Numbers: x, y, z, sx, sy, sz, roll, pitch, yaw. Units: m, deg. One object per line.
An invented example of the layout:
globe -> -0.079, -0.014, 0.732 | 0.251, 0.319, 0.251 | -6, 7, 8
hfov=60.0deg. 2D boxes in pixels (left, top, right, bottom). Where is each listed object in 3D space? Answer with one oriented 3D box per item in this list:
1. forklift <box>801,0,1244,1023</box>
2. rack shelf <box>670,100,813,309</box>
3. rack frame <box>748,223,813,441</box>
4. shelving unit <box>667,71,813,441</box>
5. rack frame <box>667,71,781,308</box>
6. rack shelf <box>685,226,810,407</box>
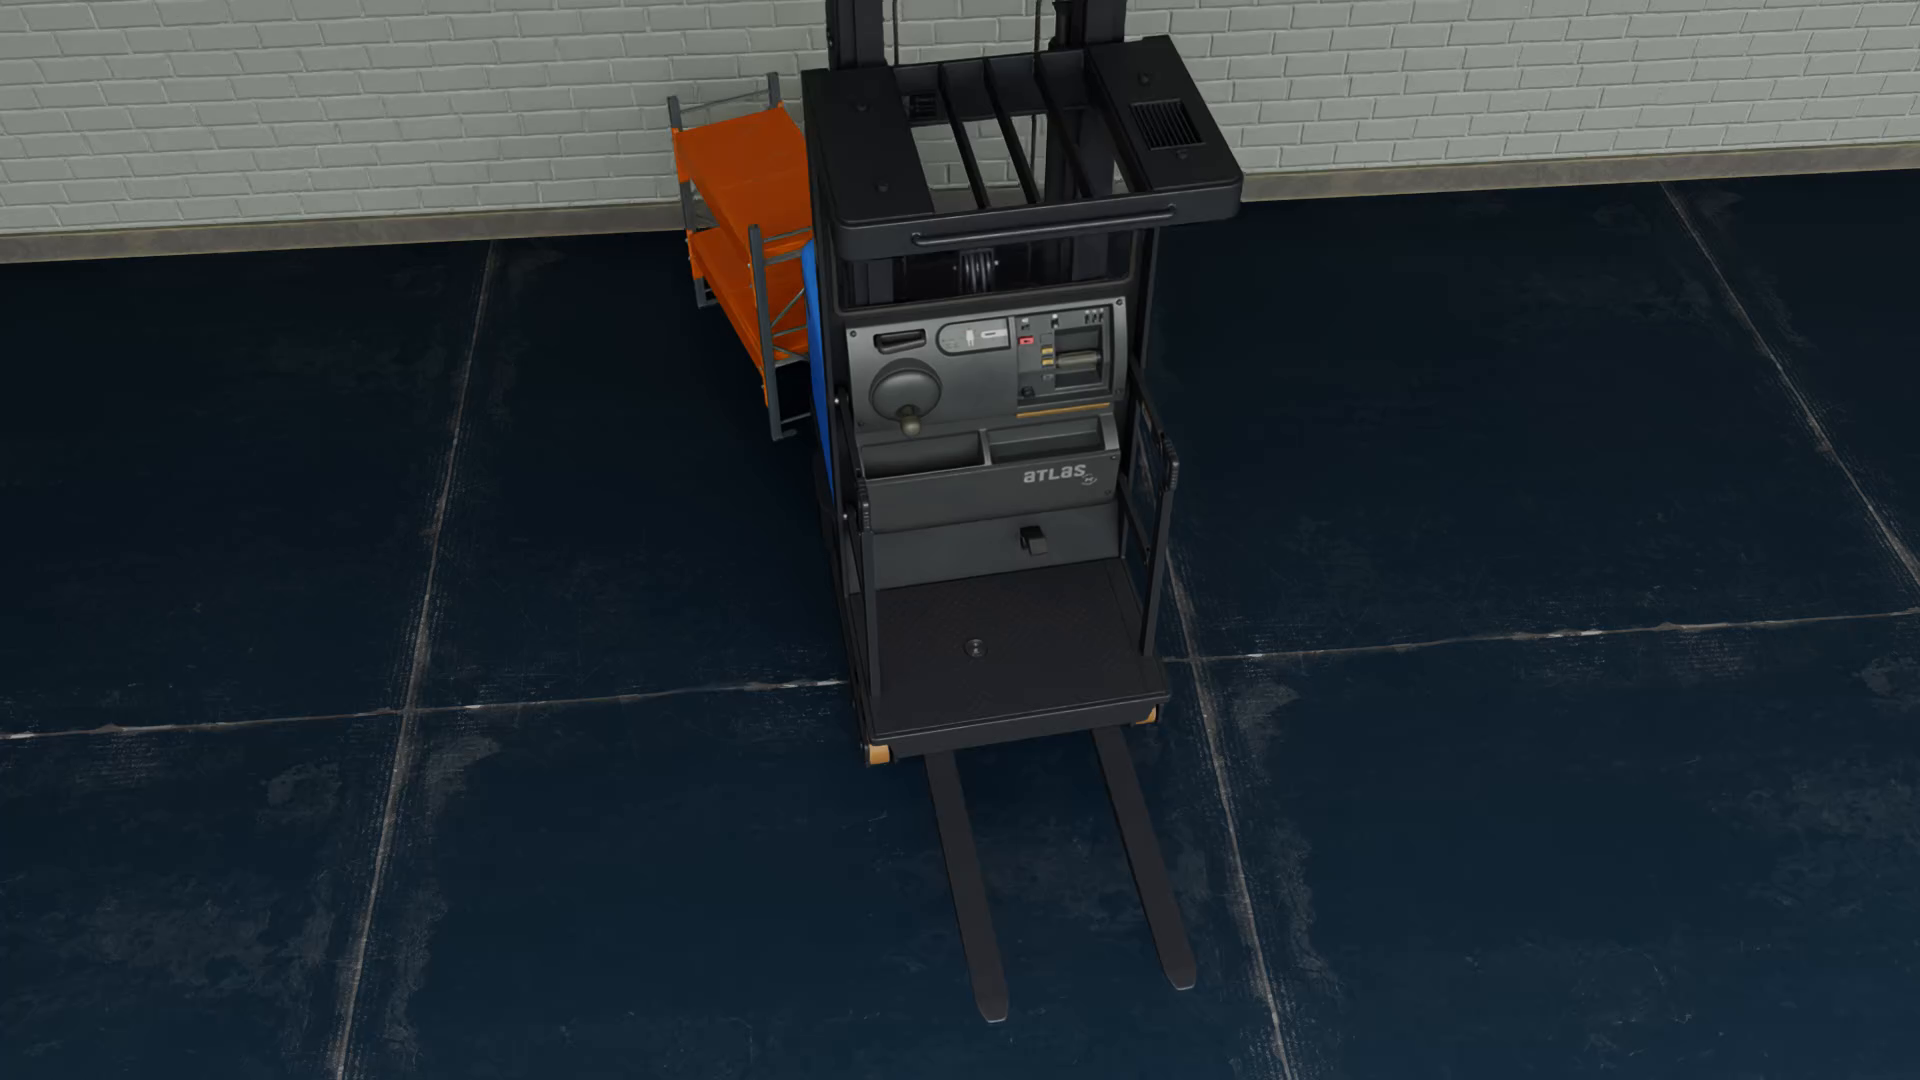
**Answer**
forklift -> 0.135, -0.481, 5.323 | 1.130, 2.935, 3.031 | -8, 47, -7
rack shelf -> -0.812, -1.444, 7.074 | 0.538, 0.278, 1.000 | -19, 50, -17
rack frame -> -0.598, -0.908, 6.971 | 0.500, 1.125, 0.032 | -19, 50, -17
shelving unit -> -0.812, -1.244, 7.287 | 0.538, 1.125, 1.048 | -19, 50, -17
rack frame -> -1.026, -1.580, 7.603 | 0.500, 1.125, 0.032 | -19, 50, -17
rack shelf -> -0.812, -1.076, 7.465 | 0.538, 0.278, 1.000 | -19, 50, -17
